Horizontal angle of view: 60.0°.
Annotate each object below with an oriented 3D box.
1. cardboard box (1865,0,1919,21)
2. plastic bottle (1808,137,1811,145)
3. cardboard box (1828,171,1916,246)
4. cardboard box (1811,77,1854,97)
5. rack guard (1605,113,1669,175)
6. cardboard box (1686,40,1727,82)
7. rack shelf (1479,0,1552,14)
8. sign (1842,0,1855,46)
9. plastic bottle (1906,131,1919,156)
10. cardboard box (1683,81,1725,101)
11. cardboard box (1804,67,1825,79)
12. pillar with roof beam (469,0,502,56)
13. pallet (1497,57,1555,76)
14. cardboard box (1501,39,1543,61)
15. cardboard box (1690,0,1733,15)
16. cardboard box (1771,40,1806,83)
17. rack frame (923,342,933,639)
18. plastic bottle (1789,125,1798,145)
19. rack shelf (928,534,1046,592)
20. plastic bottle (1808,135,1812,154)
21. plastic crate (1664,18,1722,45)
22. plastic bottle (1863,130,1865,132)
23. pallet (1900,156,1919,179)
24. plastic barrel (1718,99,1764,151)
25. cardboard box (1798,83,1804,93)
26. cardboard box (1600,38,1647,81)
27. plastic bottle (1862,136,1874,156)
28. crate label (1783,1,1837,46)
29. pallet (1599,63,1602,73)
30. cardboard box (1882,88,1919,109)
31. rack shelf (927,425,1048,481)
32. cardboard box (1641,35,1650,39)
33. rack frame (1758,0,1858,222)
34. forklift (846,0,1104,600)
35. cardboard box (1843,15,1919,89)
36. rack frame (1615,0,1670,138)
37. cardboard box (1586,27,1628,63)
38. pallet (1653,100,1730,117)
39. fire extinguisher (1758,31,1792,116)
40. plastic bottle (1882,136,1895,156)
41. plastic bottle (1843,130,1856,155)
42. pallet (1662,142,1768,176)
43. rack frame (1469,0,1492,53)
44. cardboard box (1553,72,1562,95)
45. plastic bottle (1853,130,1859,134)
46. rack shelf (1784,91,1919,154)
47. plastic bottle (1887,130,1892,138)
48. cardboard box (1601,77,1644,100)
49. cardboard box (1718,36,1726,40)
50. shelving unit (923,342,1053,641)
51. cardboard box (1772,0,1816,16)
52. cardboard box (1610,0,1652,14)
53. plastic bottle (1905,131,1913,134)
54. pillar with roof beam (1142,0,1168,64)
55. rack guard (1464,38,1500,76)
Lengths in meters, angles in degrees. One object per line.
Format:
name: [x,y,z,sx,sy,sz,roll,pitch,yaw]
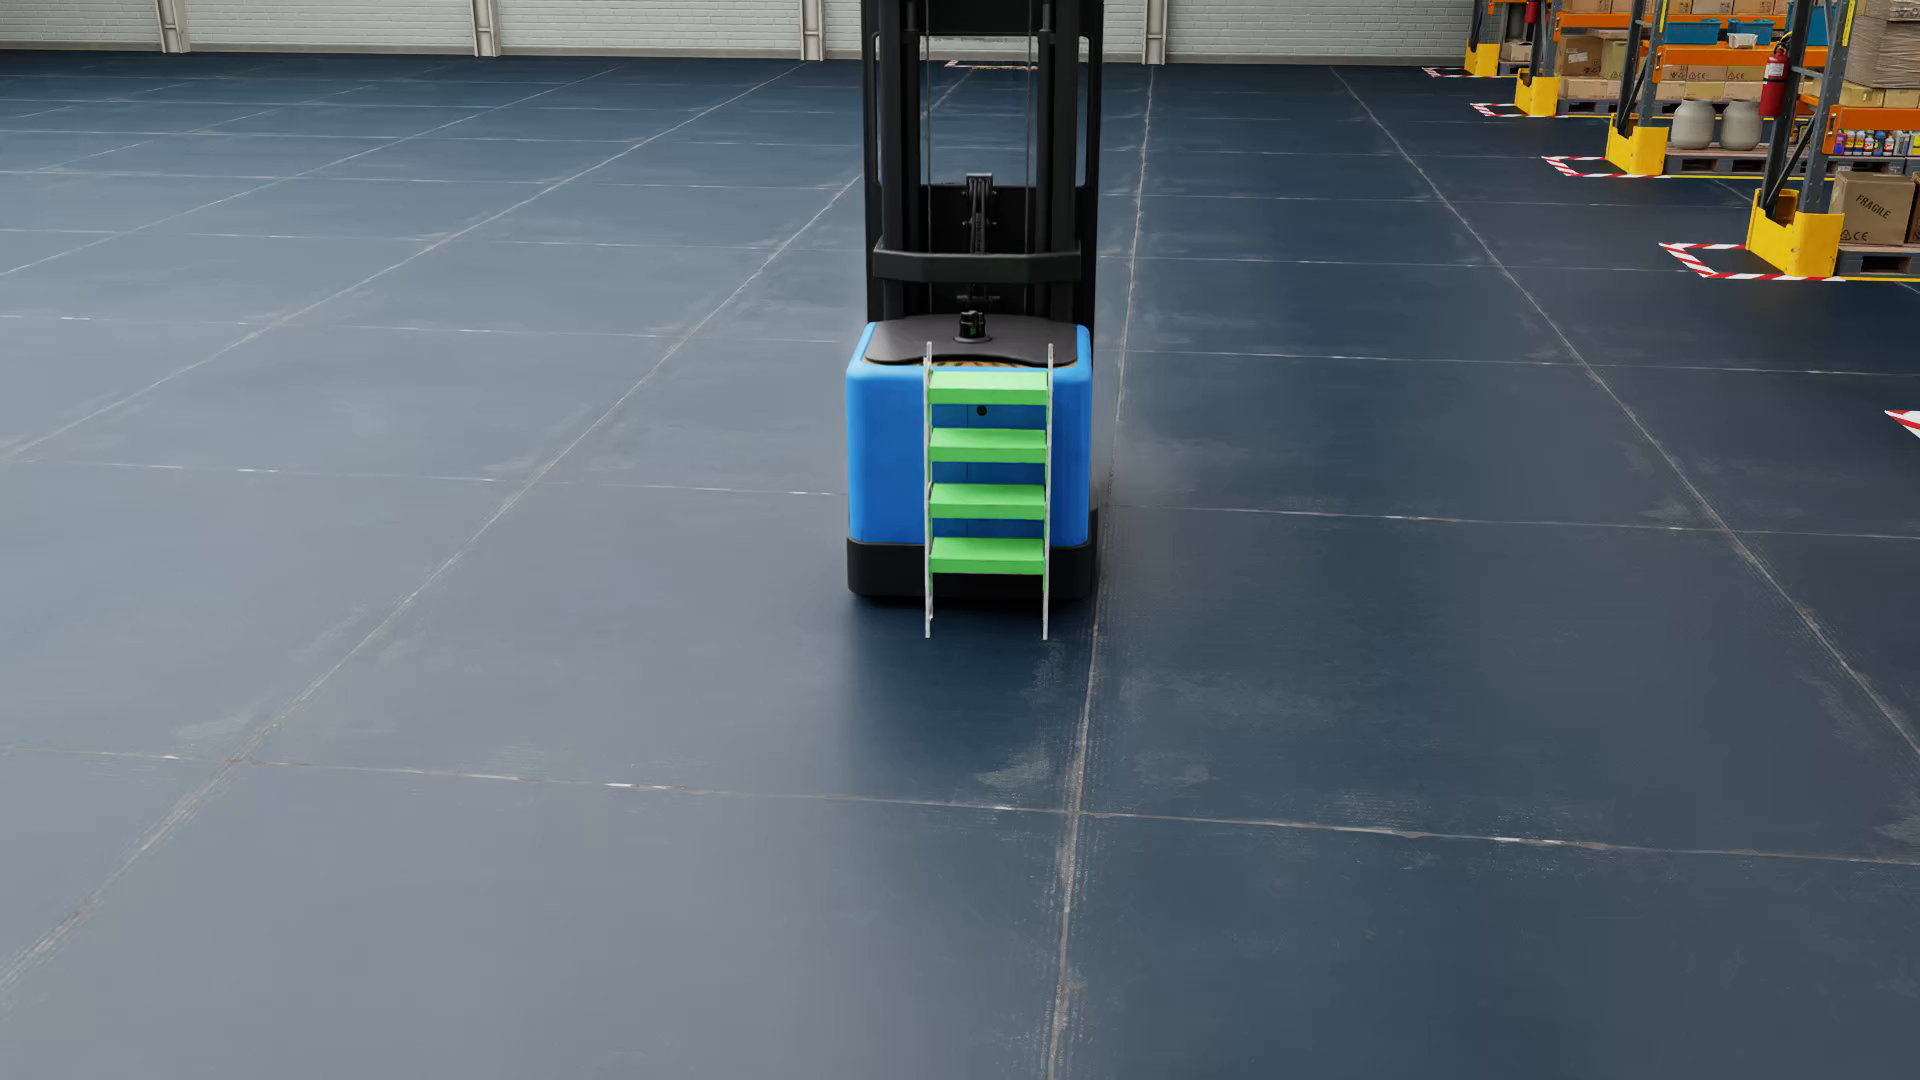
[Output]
cardboard box: [7.285,-4.226,12.649,0.500,0.500,0.500,2,22,6]
plastic bottle: [9.477,-4.505,18.362,0.135,0.276,0.152,3,22,7]
cardboard box: [7.389,-2.699,13.516,0.500,0.500,0.500,7,23,16]
cardboard box: [7.079,-3.646,13.423,0.250,0.149,0.380,2,22,6]
rack guard: [7.435,-4.359,18.286,0.348,0.500,1.175,2,22,6]
cardboard box: [9.936,-6.411,22.225,0.500,0.500,0.500,2,22,6]
rack shelf: [10.506,-8.704,26.854,4.000,0.370,1.077,2,22,6]
sign: [6.708,-3.904,12.557,0.005,0.325,0.100,2,22,6]
plastic bottle: [10.142,-4.252,17.621,0.185,0.351,0.144,2,22,6]
cardboard box: [9.937,-6.063,22.364,0.500,0.250,0.500,2,22,6]
cardboard box: [11.489,-6.543,22.558,0.500,0.500,0.500,2,22,6]
pillar with roof beam: [-9.065,-11.407,24.554,0.400,9.000,9.100,2,22,6]
pallet: [9.398,-7.777,27.323,1.213,0.211,1.003,2,22,6]
cardboard box: [9.197,-8.016,27.195,0.500,0.311,0.500,0,22,0]
cardboard box: [9.941,-7.272,22.117,0.500,0.500,0.700,3,22,8]
cardboard box: [10.932,-6.375,22.133,0.500,0.500,0.500,2,22,6]
rack frame: [-0.129,-0.193,6.796,0.015,1.200,0.240,1,22,2]
plastic bottle: [9.230,-4.492,18.429,0.097,0.201,0.097,0,22,0]
rack shelf: [0.115,0.094,6.897,0.480,0.148,0.258,1,22,2]
plastic bottle: [9.118,-4.251,17.726,0.097,0.271,0.097,0,22,0]
plastic crate: [7.886,-5.526,18.040,0.616,0.251,0.499,2,22,6]
plastic bottle: [9.964,-4.520,18.299,0.185,0.351,0.144,2,22,6]
pallet: [10.664,-4.082,17.978,1.213,0.211,1.003,2,22,6]
plastic barrel: [8.514,-4.524,18.115,0.421,0.512,0.421,0,22,0]
cardboard box: [10.931,-6.025,22.269,0.500,0.250,0.500,2,22,6]
cardboard box: [8.944,-6.456,22.339,0.500,0.500,0.500,2,22,6]
plastic bottle: [9.656,-4.195,17.680,0.097,0.201,0.097,0,22,0]
crate label: [9.214,-5.543,17.833,0.616,0.435,0.502,2,22,6]
pallet: [10.606,-7.723,27.188,1.213,0.211,1.003,2,22,6]
cardboard box: [7.272,-3.465,12.967,0.250,0.149,0.380,2,22,6]
rack shelf: [0.115,-0.353,6.721,0.480,0.148,0.258,1,22,2]
cardboard box: [9.503,-6.629,22.776,0.500,0.500,0.500,2,22,6]
rack frame: [6.771,-3.699,13.217,0.127,3.000,1.000,2,22,6]
forklift: [0.114,-1.605,8.013,1.130,2.935,3.031,1,22,3]
cardboard box: [7.314,-3.850,13.059,0.500,0.500,0.875,2,22,6]
rack frame: [7.354,-5.508,17.792,0.127,3.000,1.000,2,22,6]
cardboard box: [10.485,-8.030,26.972,0.500,0.500,0.700,1,22,3]
pallet: [9.913,-5.948,22.697,1.213,0.211,1.003,2,22,6]
fire extinguisher: [6.712,-3.837,13.670,0.183,0.674,0.296,2,22,6]
plastic bottle: [9.860,-4.187,17.657,0.097,0.201,0.097,0,22,0]
plastic bottle: [9.458,-4.237,17.689,0.097,0.271,0.097,0,22,0]
pallet: [8.241,-4.188,18.245,1.213,0.211,1.003,2,22,6]
rack frame: [8.520,-9.125,26.941,0.127,3.000,1.000,2,22,6]
cardboard box: [8.508,-6.317,23.008,0.500,0.250,0.500,2,22,6]
plastic bottle: [9.809,-4.413,18.230,0.097,0.201,0.097,0,22,0]
rack shelf: [8.757,-3.278,13.131,4.000,0.370,1.077,2,22,6]
plastic bottle: [10.236,-4.458,18.248,0.097,0.271,0.097,0,22,0]
cardboard box: [8.944,-6.108,22.478,0.500,0.250,0.500,2,22,6]
cardboard box: [10.496,-6.586,22.667,0.500,0.500,0.500,2,22,6]
shelving unit: [0.115,-0.189,6.786,0.503,1.200,0.258,1,22,2]
cardboard box: [10.947,-7.227,22.004,0.500,0.500,0.700,2,22,6]
cardboard box: [8.925,-7.317,22.231,0.500,0.500,0.700,3,22,8]
plastic bottle: [10.128,-4.260,17.730,0.133,0.283,0.061,2,22,6]
pillar with roof beam: [2.852,-10.888,23.241,0.400,9.000,9.100,2,22,6]
rack guard: [8.596,-7.959,27.392,0.348,0.500,1.175,2,22,6]
